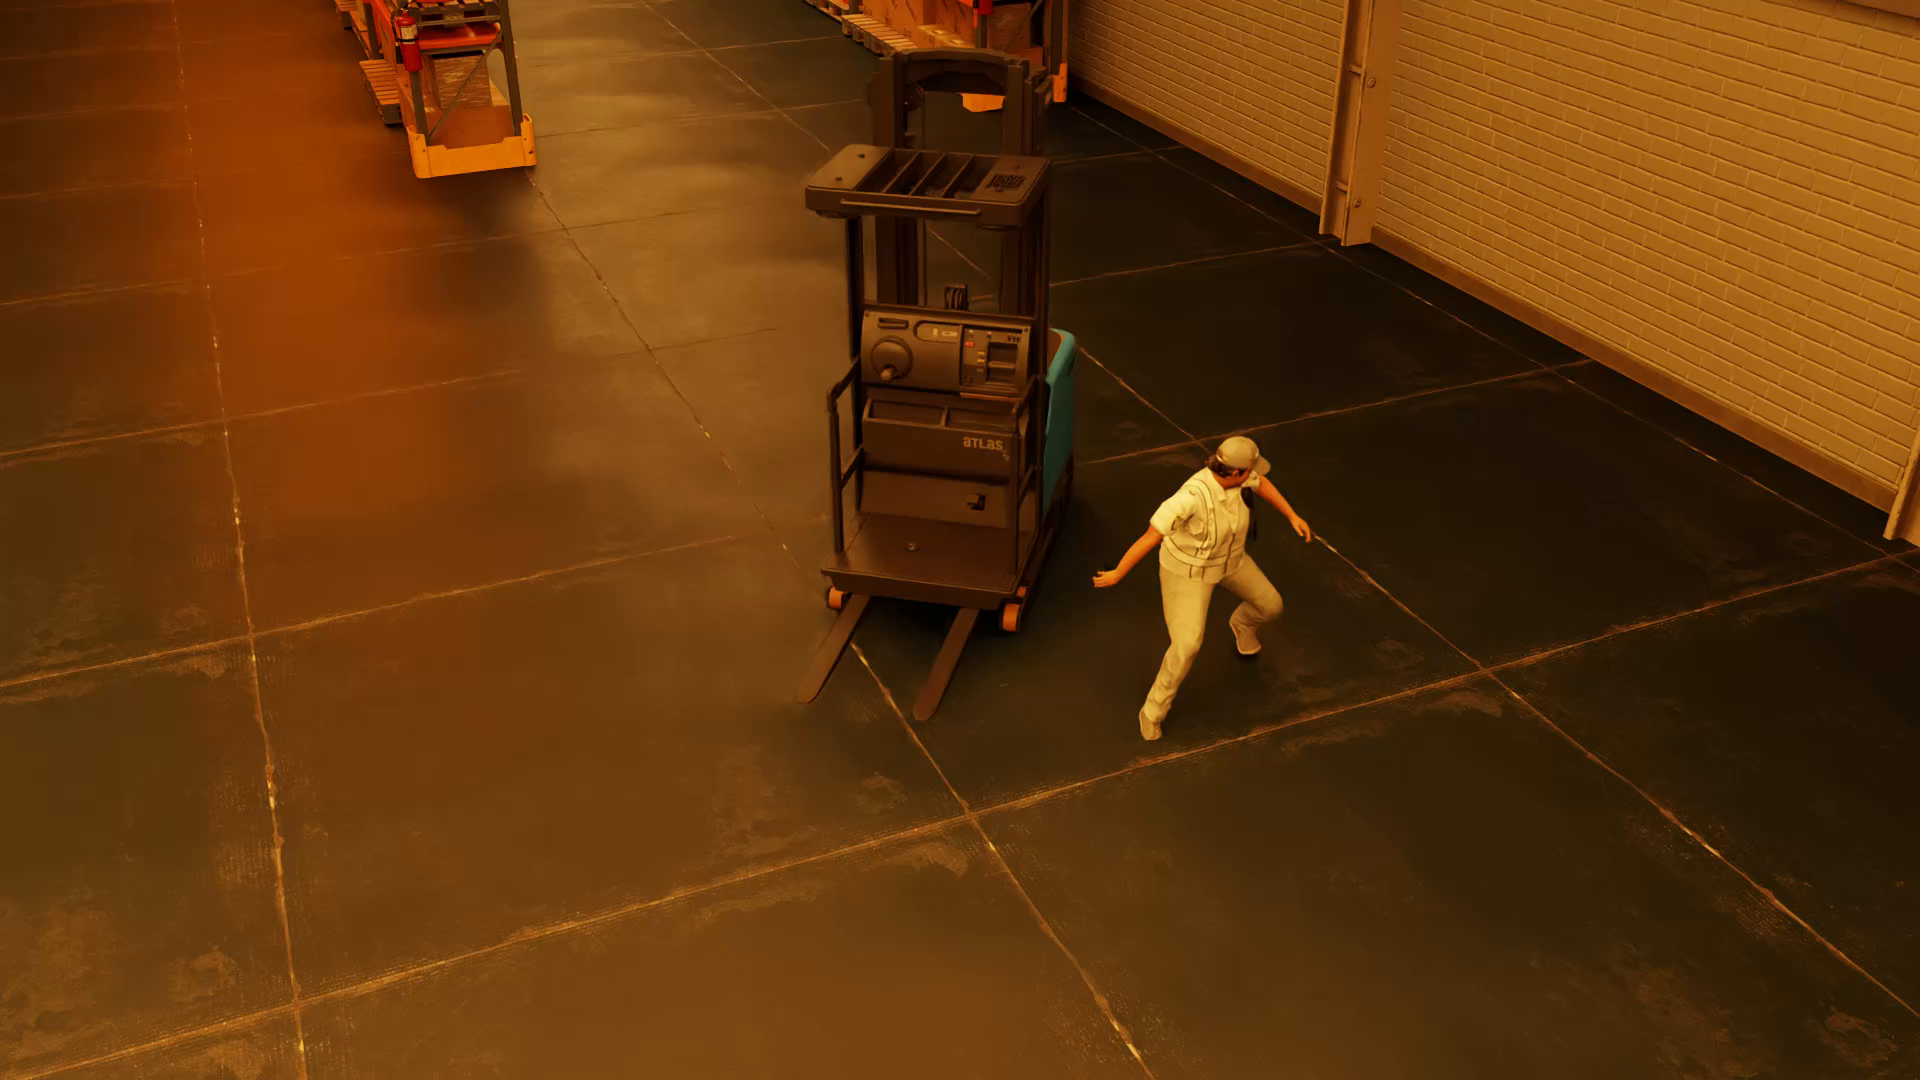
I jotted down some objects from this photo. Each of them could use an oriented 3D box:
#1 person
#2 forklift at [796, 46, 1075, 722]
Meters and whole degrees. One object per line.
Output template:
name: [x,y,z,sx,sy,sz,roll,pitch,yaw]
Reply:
person: [1.224,0.183,8.334,1.091,1.602,0.539,-19,35,-29]
forklift: [-0.129,-0.968,8.814,1.130,2.935,3.031,7,30,12]
